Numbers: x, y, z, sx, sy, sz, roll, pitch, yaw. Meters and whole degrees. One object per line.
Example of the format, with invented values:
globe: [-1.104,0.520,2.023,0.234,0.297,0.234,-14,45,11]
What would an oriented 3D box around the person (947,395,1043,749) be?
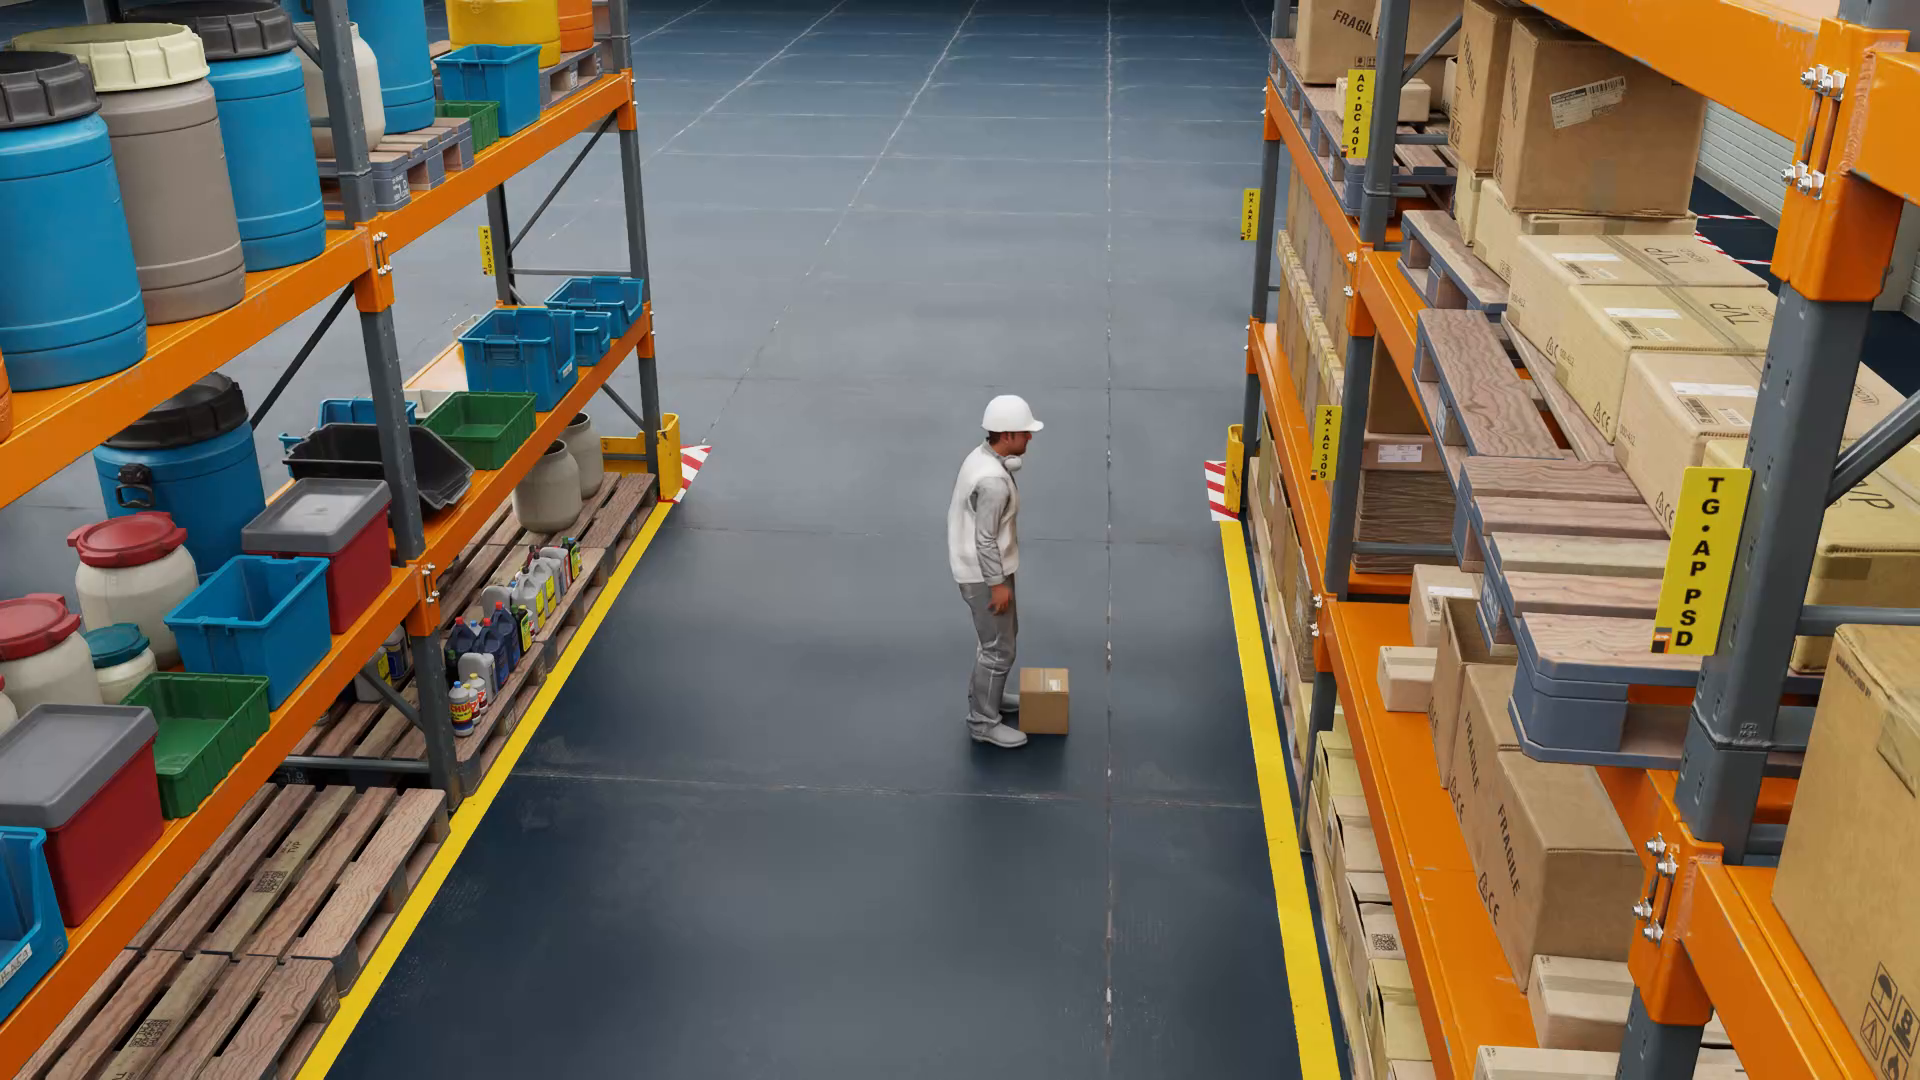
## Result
person: [0.169,0.133,8.284,0.463,1.767,0.582,1,24,1]
